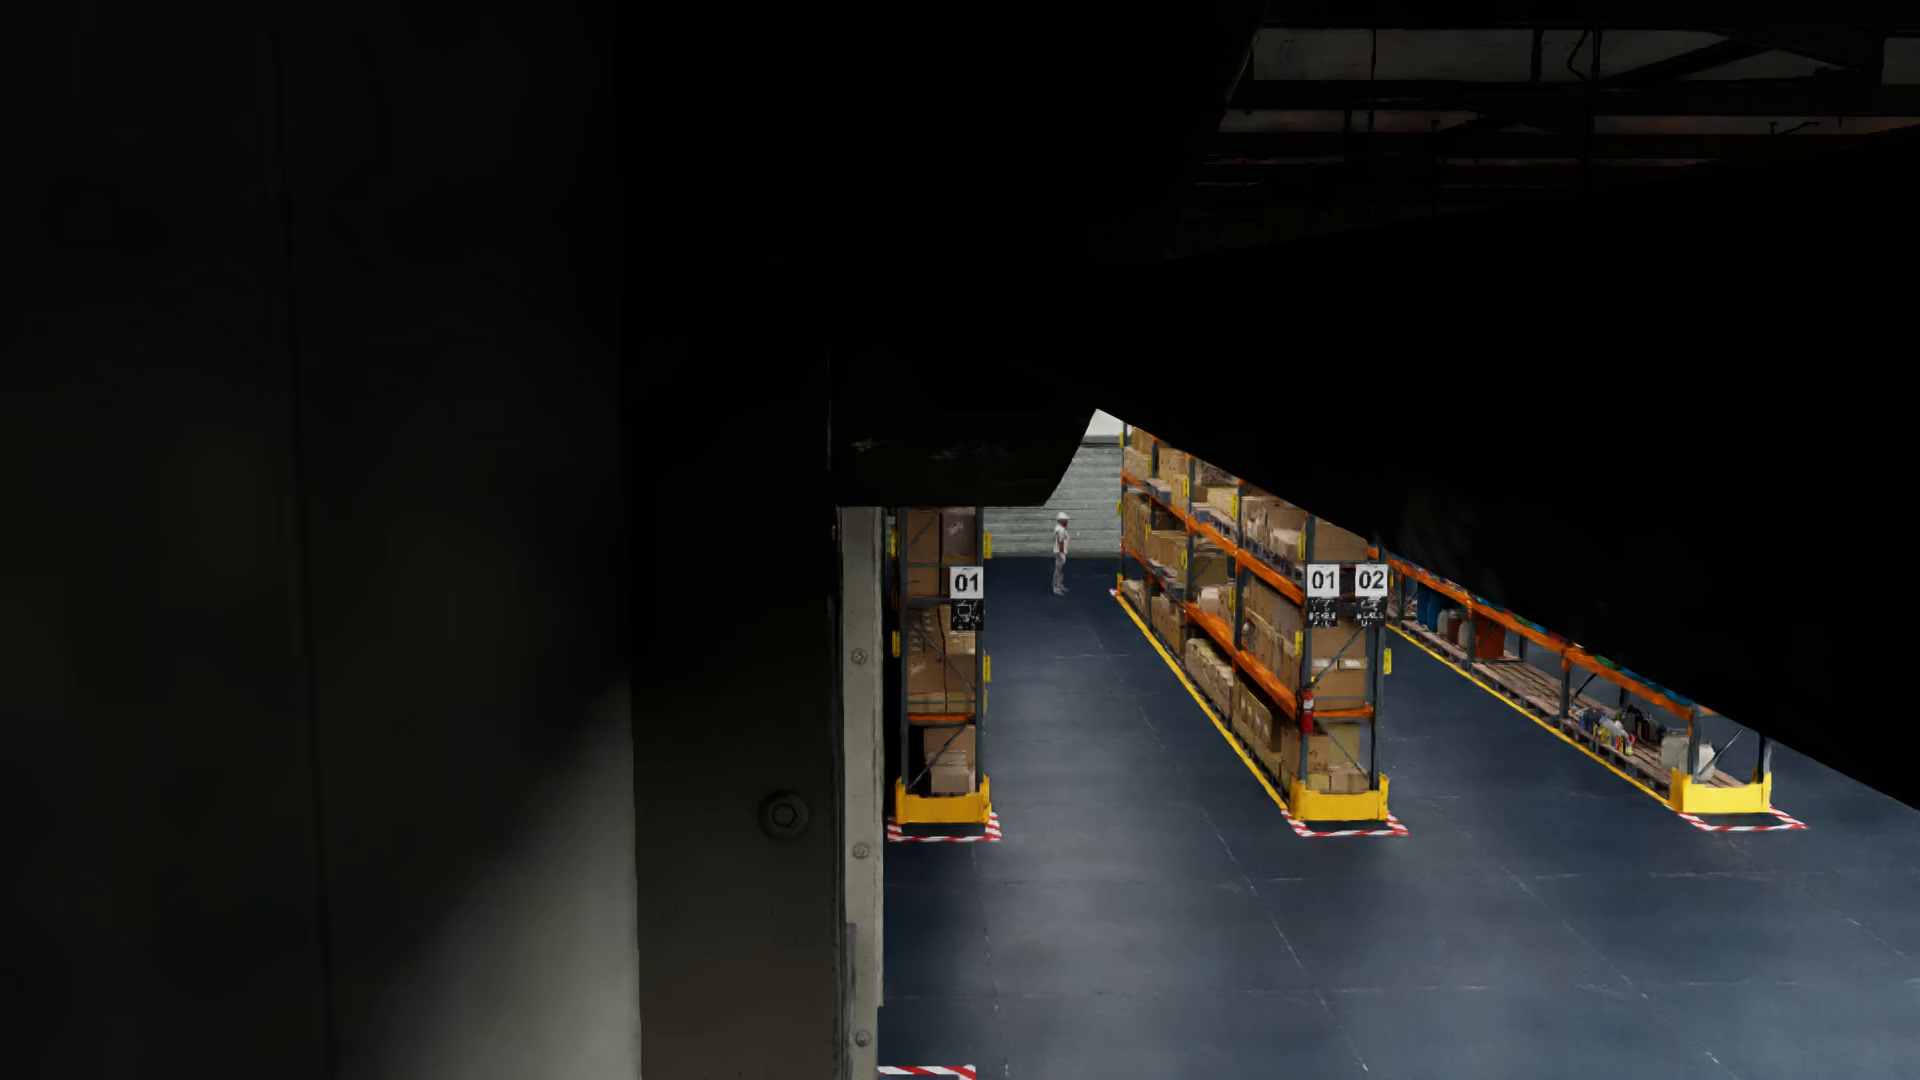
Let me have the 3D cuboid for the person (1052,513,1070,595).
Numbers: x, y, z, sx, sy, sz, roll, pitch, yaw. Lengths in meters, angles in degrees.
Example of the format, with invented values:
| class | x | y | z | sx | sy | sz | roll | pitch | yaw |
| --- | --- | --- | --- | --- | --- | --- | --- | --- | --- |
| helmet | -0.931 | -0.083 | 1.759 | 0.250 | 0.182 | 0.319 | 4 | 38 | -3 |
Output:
| class | x | y | z | sx | sy | sz | roll | pitch | yaw |
| --- | --- | --- | --- | --- | --- | --- | --- | --- | --- |
| person | 2.240 | 0.281 | 36.657 | 0.395 | 1.786 | 0.619 | 1 | 8 | 4 |
